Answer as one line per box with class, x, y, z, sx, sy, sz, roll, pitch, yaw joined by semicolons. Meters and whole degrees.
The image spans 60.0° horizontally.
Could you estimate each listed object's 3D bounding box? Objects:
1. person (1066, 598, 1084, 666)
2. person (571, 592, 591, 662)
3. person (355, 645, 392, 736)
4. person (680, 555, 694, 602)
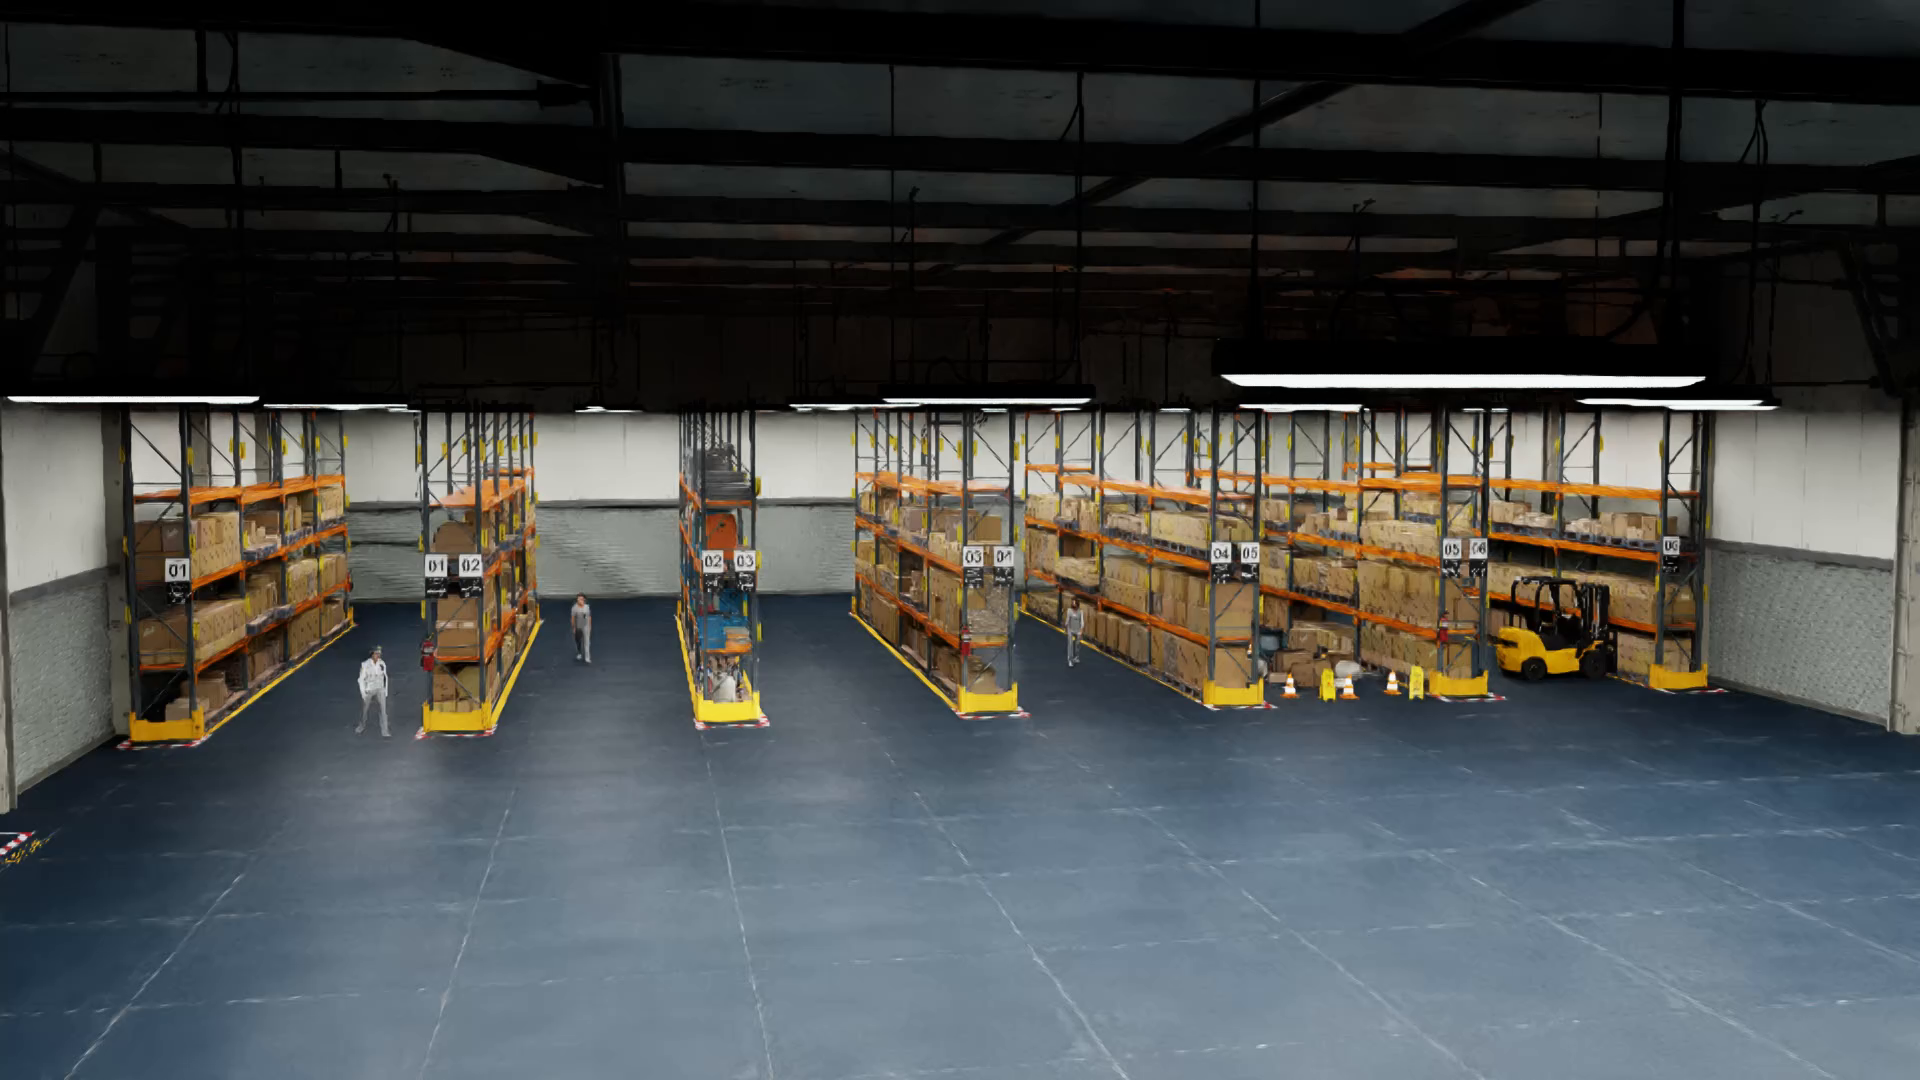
person;2.625;2.077;38.001;0.408;1.533;0.961;0;4;-2
person;-8.769;2.002;38.484;0.449;1.585;1.097;-1;4;-13
person;-10.467;2.668;29.670;0.548;1.628;0.926;-3;5;-35
person;-8.152;1.087;50.107;0.596;1.734;0.987;1;4;9
